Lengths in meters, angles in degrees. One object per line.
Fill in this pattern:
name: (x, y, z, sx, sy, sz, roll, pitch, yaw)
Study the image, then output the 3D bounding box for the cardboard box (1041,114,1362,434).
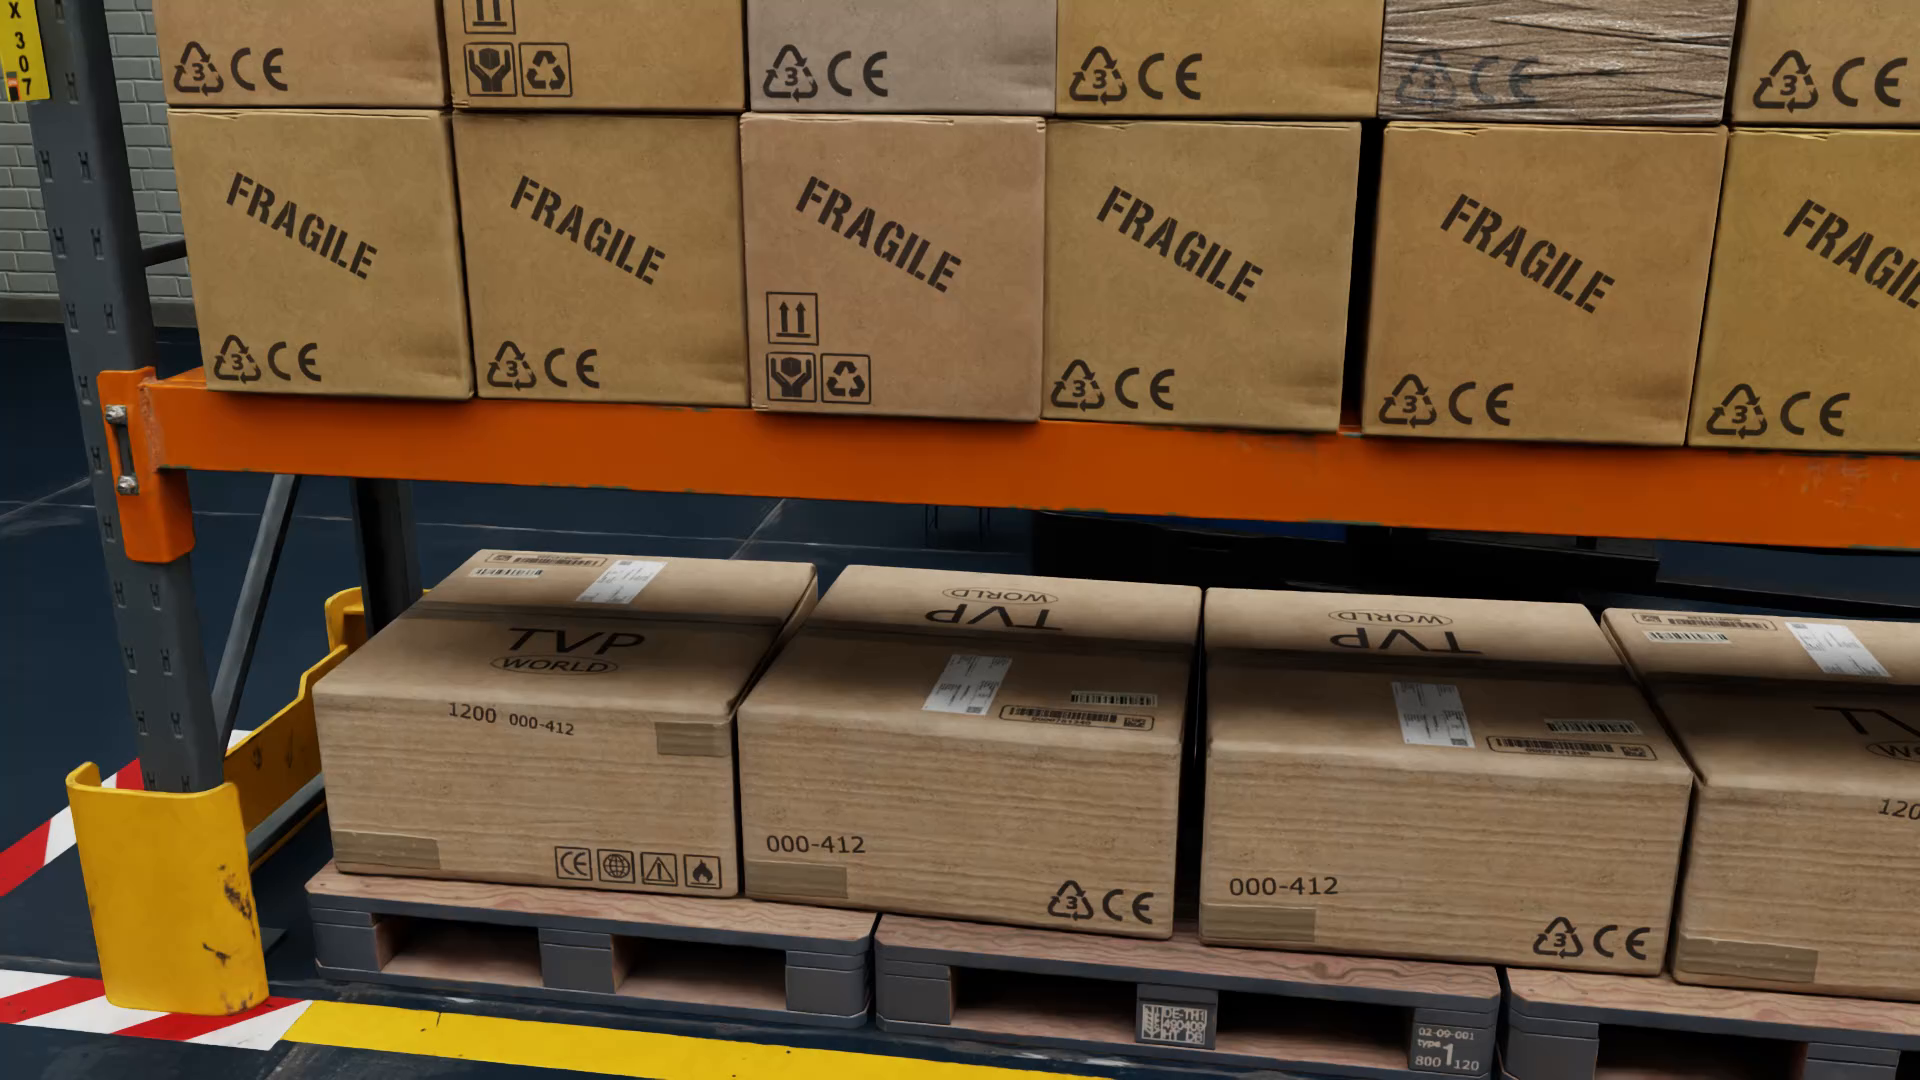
cardboard box: (0.422, -0.502, 2.918, 0.500, 0.500, 0.500, 4, 19, 10)

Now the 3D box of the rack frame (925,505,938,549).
rack frame: (-0.108, -0.432, 6.177, 0.006, 0.900, 0.240, 3, 19, 9)

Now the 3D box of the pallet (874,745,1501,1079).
pallet: (0.496, 0.764, 3.687, 1.213, 0.211, 1.003, 3, 19, 9)

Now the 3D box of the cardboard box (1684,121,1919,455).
cardboard box: (1.435, -0.450, 2.763, 0.500, 0.500, 0.500, 2, 19, 7)

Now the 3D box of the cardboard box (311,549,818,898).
cardboard box: (-0.839, 0.381, 3.812, 0.875, 0.438, 0.875, 2, 19, 7)

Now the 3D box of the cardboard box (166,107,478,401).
cardboard box: (-1.078, -0.570, 3.121, 0.500, 0.500, 0.500, 3, 19, 8)

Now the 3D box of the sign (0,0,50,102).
sign: (-1.600, -0.911, 2.809, 0.005, 0.325, 0.100, 3, 19, 9)

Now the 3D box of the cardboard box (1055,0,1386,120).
cardboard box: (0.436, -0.972, 2.749, 0.500, 0.500, 0.500, 3, 19, 9)

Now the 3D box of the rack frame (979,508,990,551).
rack frame: (0.092, -0.422, 6.146, 0.006, 0.900, 0.240, 3, 19, 9)

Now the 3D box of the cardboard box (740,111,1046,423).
cardboard box: (-0.075, -0.522, 2.977, 0.500, 0.500, 0.500, 3, 19, 8)

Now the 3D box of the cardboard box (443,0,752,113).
cardboard box: (-0.567, -1.021, 2.893, 0.500, 0.500, 0.500, 2, 19, 7)

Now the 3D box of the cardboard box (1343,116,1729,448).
cardboard box: (0.937, -0.471, 2.825, 0.500, 0.500, 0.500, 3, 19, 8)

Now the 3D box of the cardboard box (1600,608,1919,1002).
cardboard box: (1.840, 0.516, 3.411, 0.875, 0.438, 0.875, 3, 19, 8)

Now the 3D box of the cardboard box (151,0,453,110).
cardboard box: (-1.078, -1.045, 2.964, 0.500, 0.500, 0.500, 3, 19, 7)

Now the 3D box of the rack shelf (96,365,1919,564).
rack shelf: (0.468, -0.195, 3.291, 4.000, 0.370, 1.077, 3, 19, 9)

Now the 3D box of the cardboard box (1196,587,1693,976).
cardboard box: (0.956, 0.471, 3.545, 0.875, 0.438, 0.875, 2, 19, 7)

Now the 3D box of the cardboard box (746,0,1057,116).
cardboard box: (-0.057, -0.997, 2.823, 0.500, 0.500, 0.500, 3, 19, 8)

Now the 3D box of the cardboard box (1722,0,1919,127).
cardboard box: (1.433, -0.922, 2.598, 0.500, 0.500, 0.500, 3, 19, 8)

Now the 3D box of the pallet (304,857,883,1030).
pallet: (-0.705, 0.702, 3.873, 1.213, 0.211, 1.003, 3, 19, 9)

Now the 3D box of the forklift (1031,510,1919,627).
forklift: (1.820, -1.198, 5.265, 3.031, 2.935, 1.130, 6, 19, 17)

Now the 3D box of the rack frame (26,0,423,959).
rack frame: (-1.507, -0.636, 3.478, 0.127, 3.000, 1.000, 3, 19, 9)

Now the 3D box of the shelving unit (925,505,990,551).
shelving unit: (-0.008, -0.427, 6.162, 0.210, 0.900, 0.258, 3, 19, 9)

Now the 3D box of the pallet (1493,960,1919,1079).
pallet: (1.704, 0.825, 3.506, 1.213, 0.211, 1.003, 3, 19, 9)

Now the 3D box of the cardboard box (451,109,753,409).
cardboard box: (-0.574, -0.553, 3.071, 0.500, 0.500, 0.500, 3, 19, 8)

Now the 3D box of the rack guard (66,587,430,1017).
rack guard: (-1.530, 0.548, 3.878, 0.348, 0.500, 1.175, 3, 19, 9)

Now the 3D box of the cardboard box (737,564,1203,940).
cardboard box: (0.066, 0.425, 3.682, 0.875, 0.438, 0.875, 3, 19, 10)

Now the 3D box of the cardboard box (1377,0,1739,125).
cardboard box: (0.929, -0.945, 2.666, 0.500, 0.500, 0.500, 3, 19, 9)
